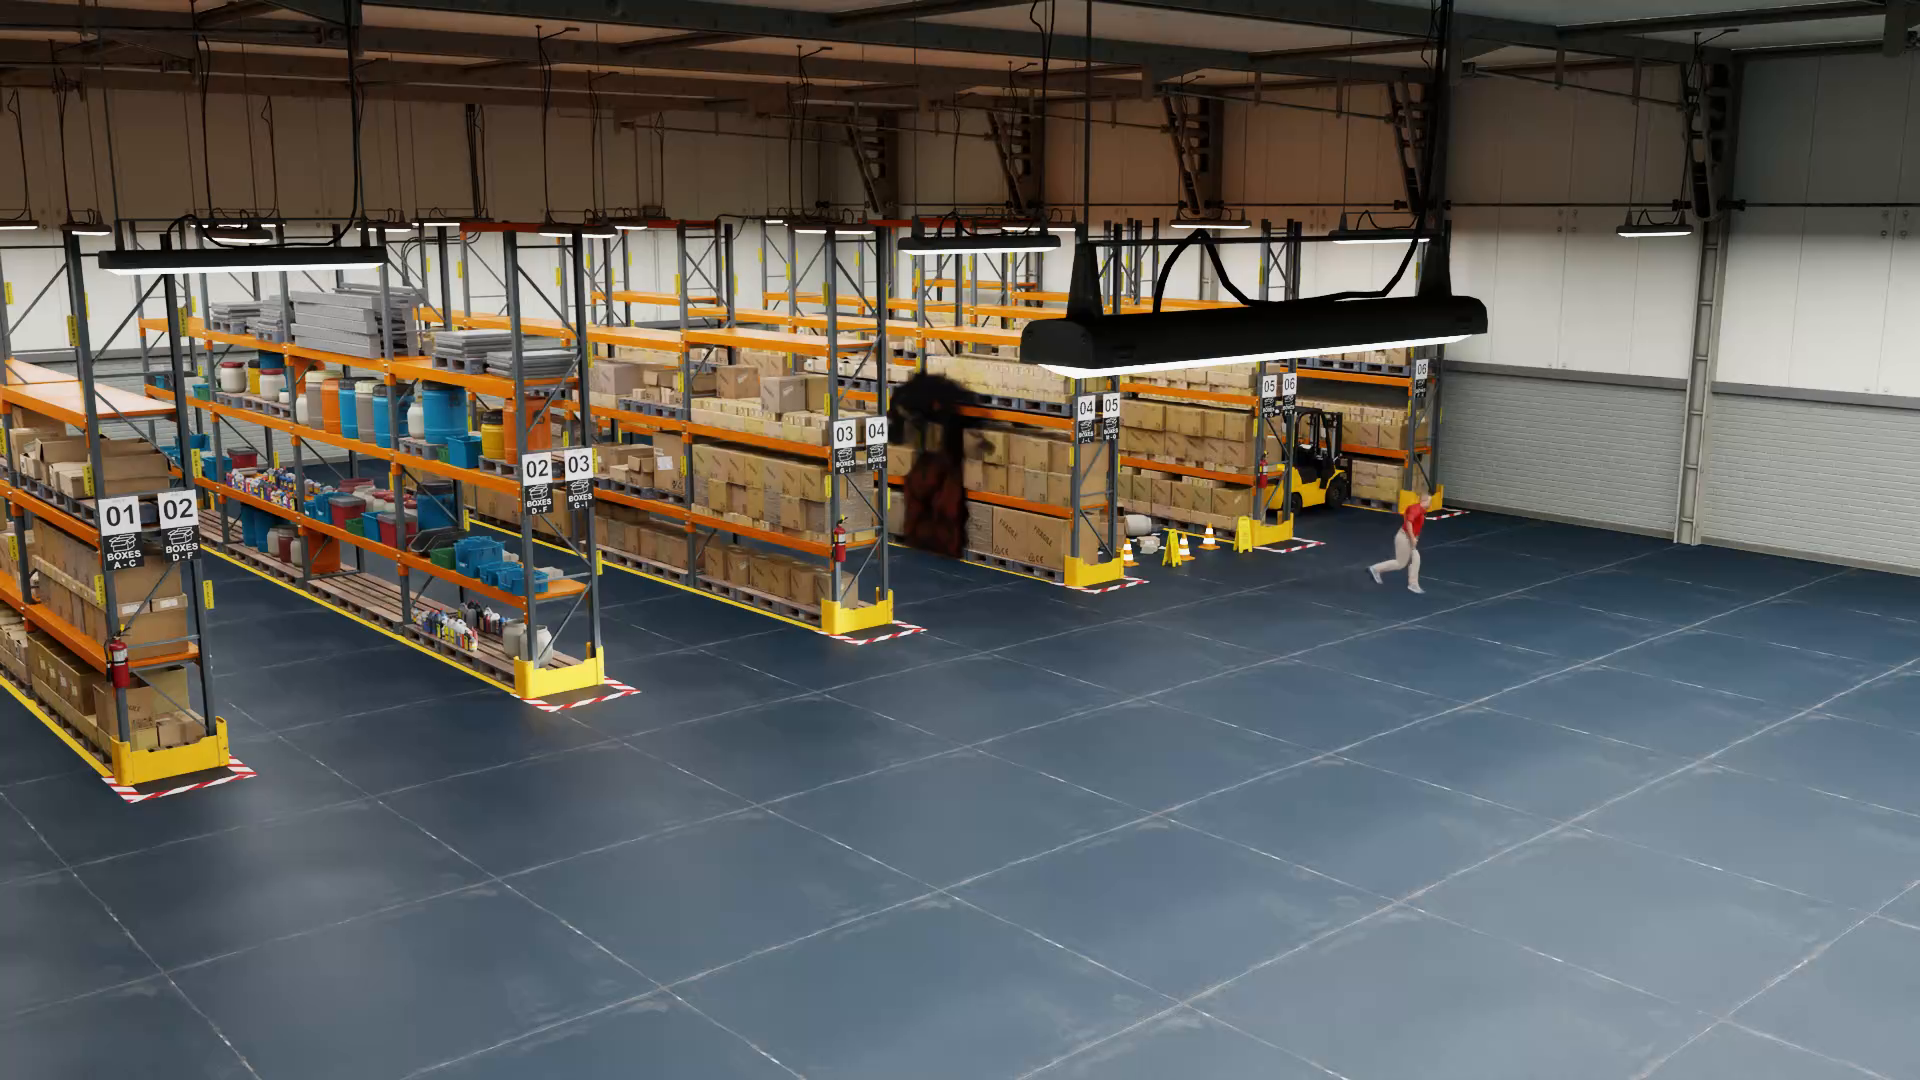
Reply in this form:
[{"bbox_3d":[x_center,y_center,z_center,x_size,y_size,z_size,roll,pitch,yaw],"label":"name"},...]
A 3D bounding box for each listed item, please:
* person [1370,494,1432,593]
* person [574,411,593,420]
[{"bbox_3d":[7.299,0.051,27.575,0.956,1.691,0.675,2,12,8],"label":"person"},{"bbox_3d":[-9.401,-2.744,41.000,0.658,1.758,0.790,3,12,14],"label":"person"}]
